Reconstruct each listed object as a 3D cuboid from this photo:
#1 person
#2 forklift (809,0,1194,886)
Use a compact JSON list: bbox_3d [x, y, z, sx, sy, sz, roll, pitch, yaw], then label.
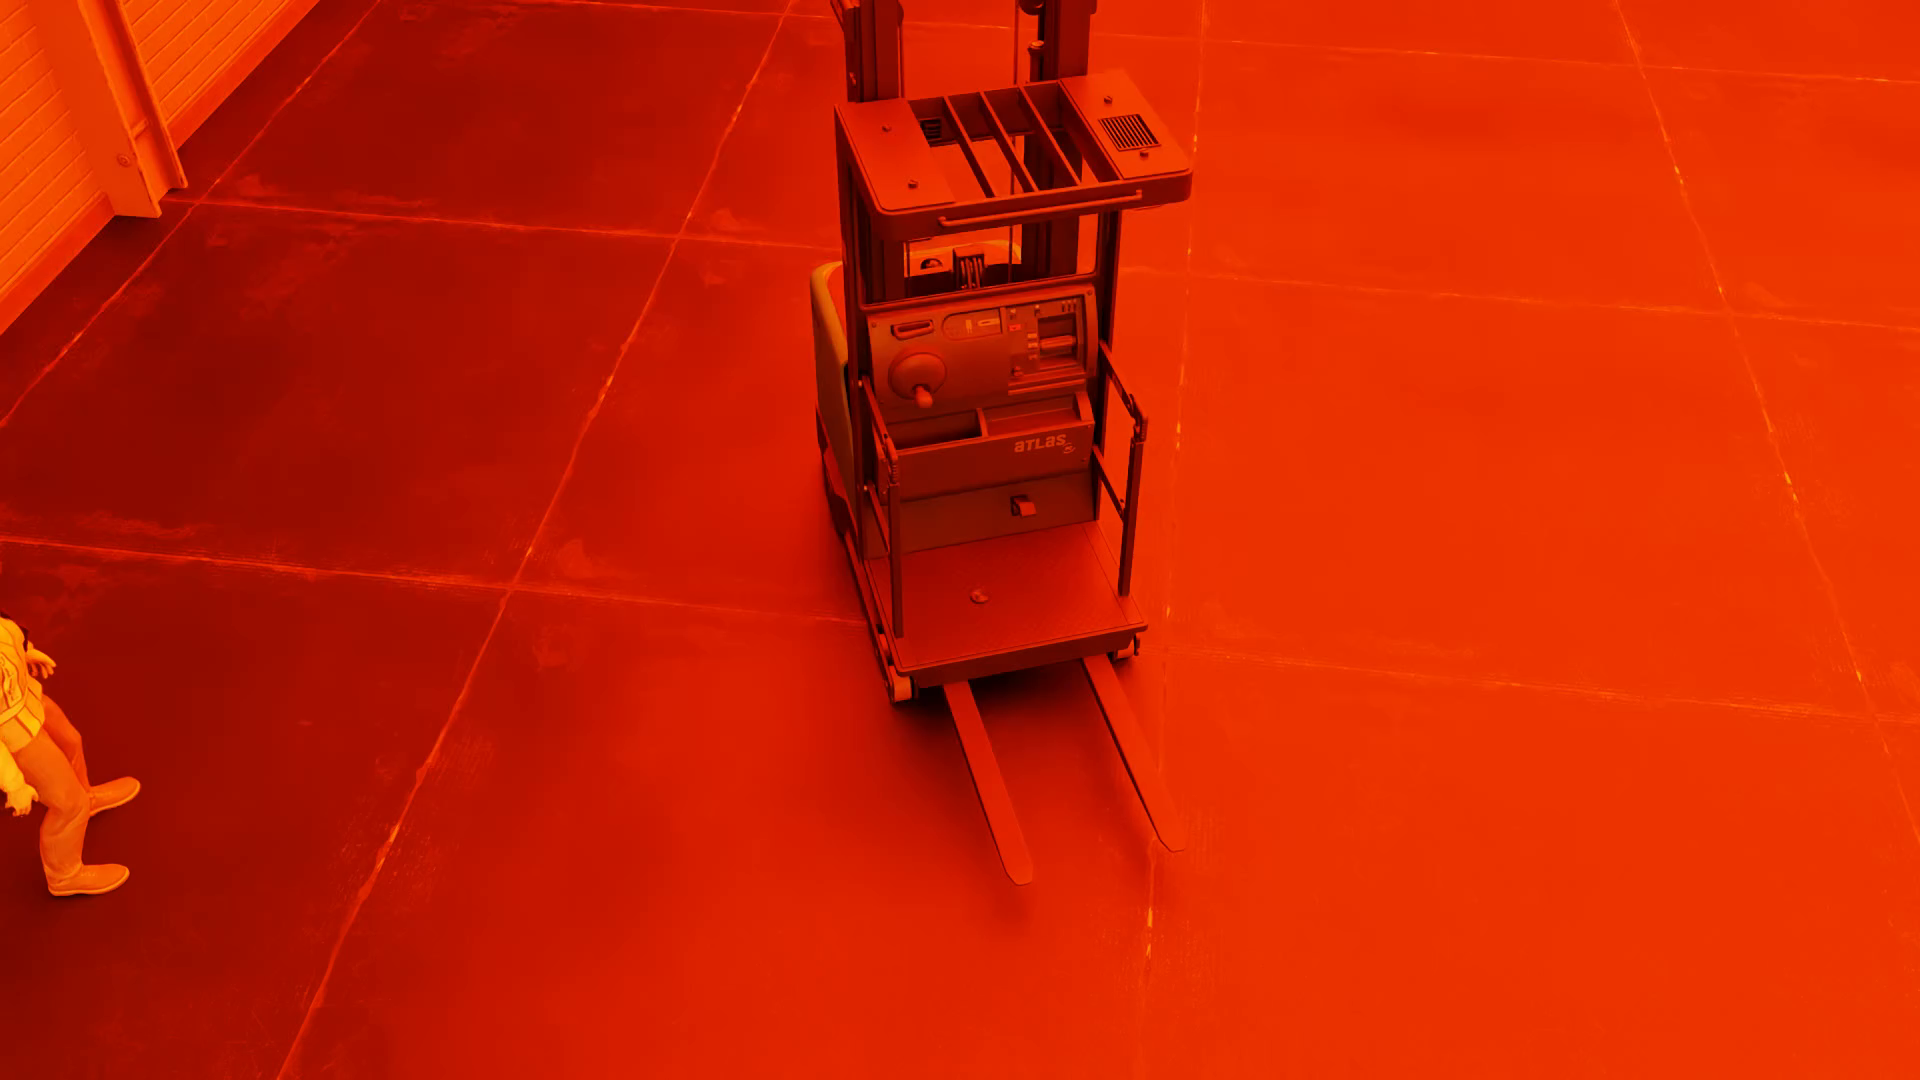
[{"bbox_3d":[-3.382,0.645,5.979,0.379,1.642,0.707,-18,46,-19],"label":"person"},{"bbox_3d":[0.153,-0.681,6.465,1.130,2.935,3.031,-10,44,-11],"label":"forklift"}]
